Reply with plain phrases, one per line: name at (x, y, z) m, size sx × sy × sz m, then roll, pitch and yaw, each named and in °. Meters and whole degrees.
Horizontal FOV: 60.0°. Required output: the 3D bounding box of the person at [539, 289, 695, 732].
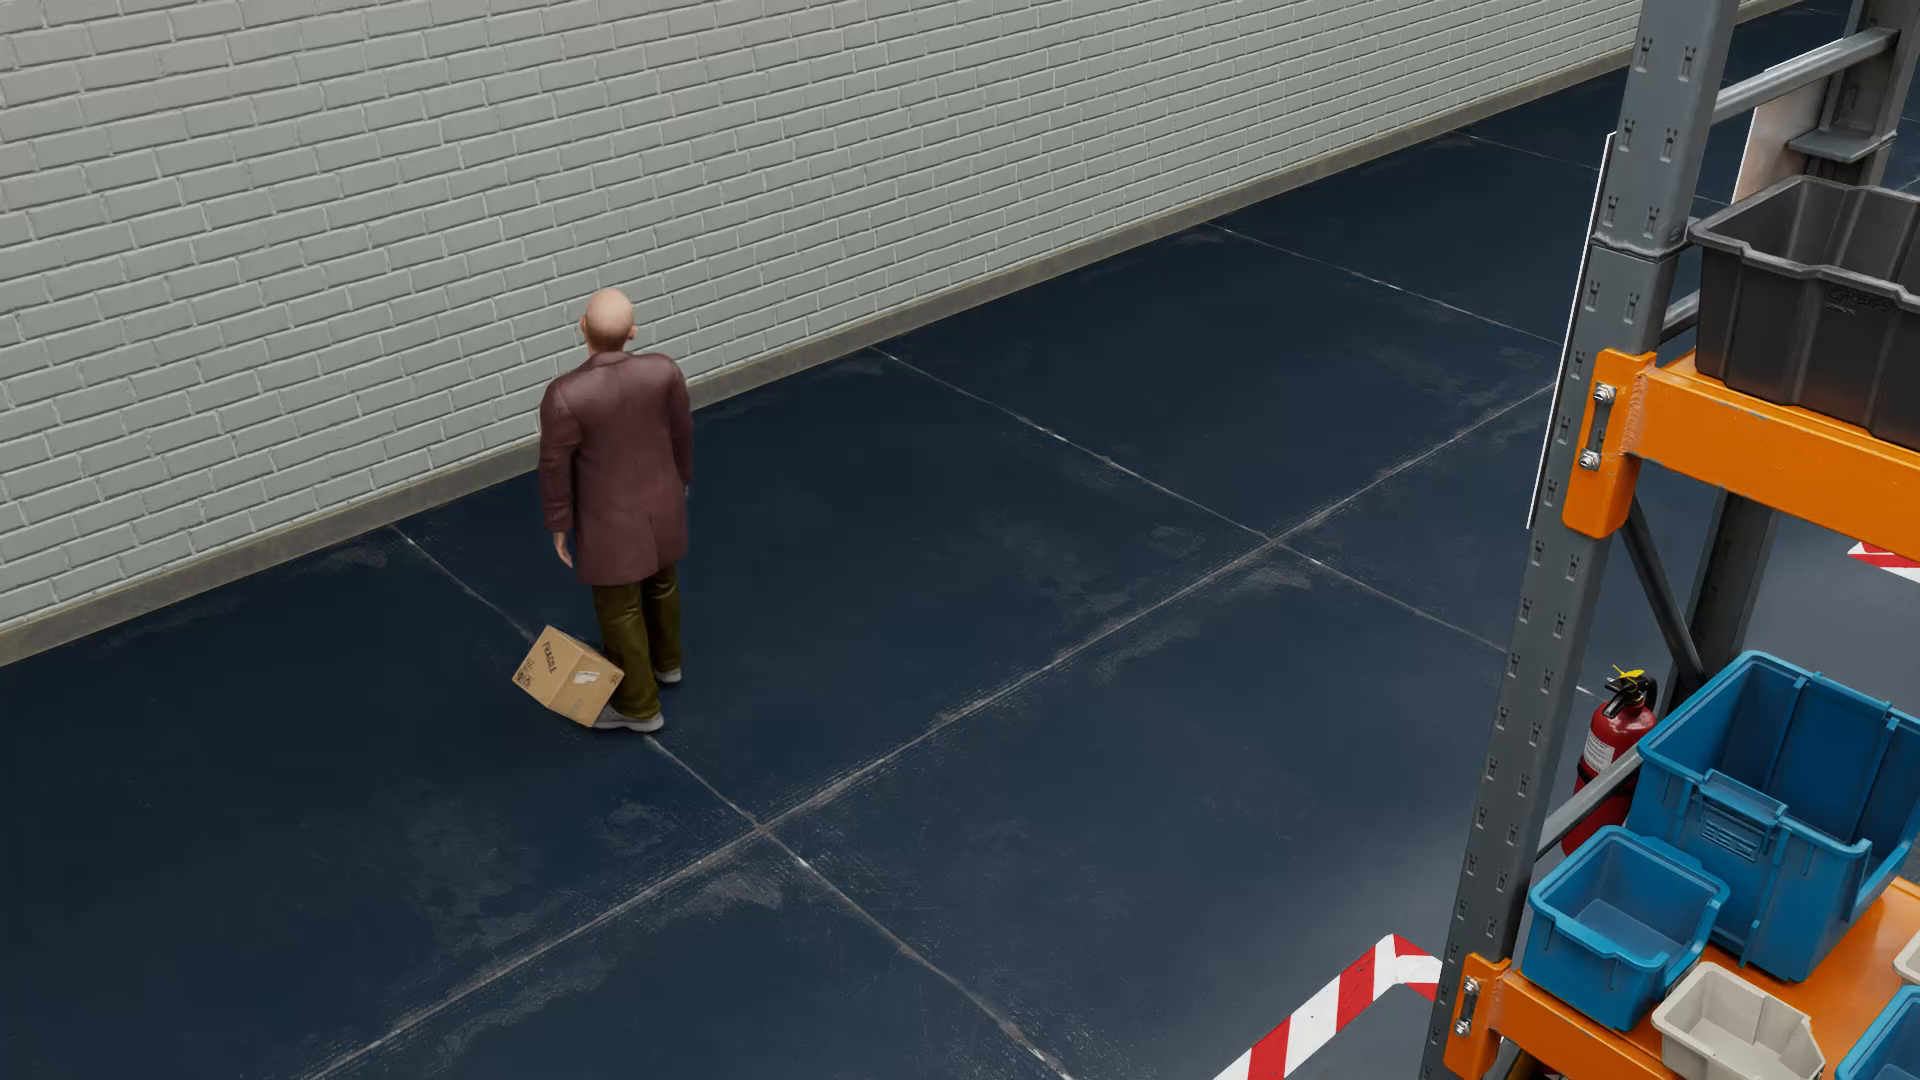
person at (-1.315, -0.144, 6.336) m, size 0.632 × 1.784 × 0.602 m, roll -22°, pitch 38°, yaw -32°
